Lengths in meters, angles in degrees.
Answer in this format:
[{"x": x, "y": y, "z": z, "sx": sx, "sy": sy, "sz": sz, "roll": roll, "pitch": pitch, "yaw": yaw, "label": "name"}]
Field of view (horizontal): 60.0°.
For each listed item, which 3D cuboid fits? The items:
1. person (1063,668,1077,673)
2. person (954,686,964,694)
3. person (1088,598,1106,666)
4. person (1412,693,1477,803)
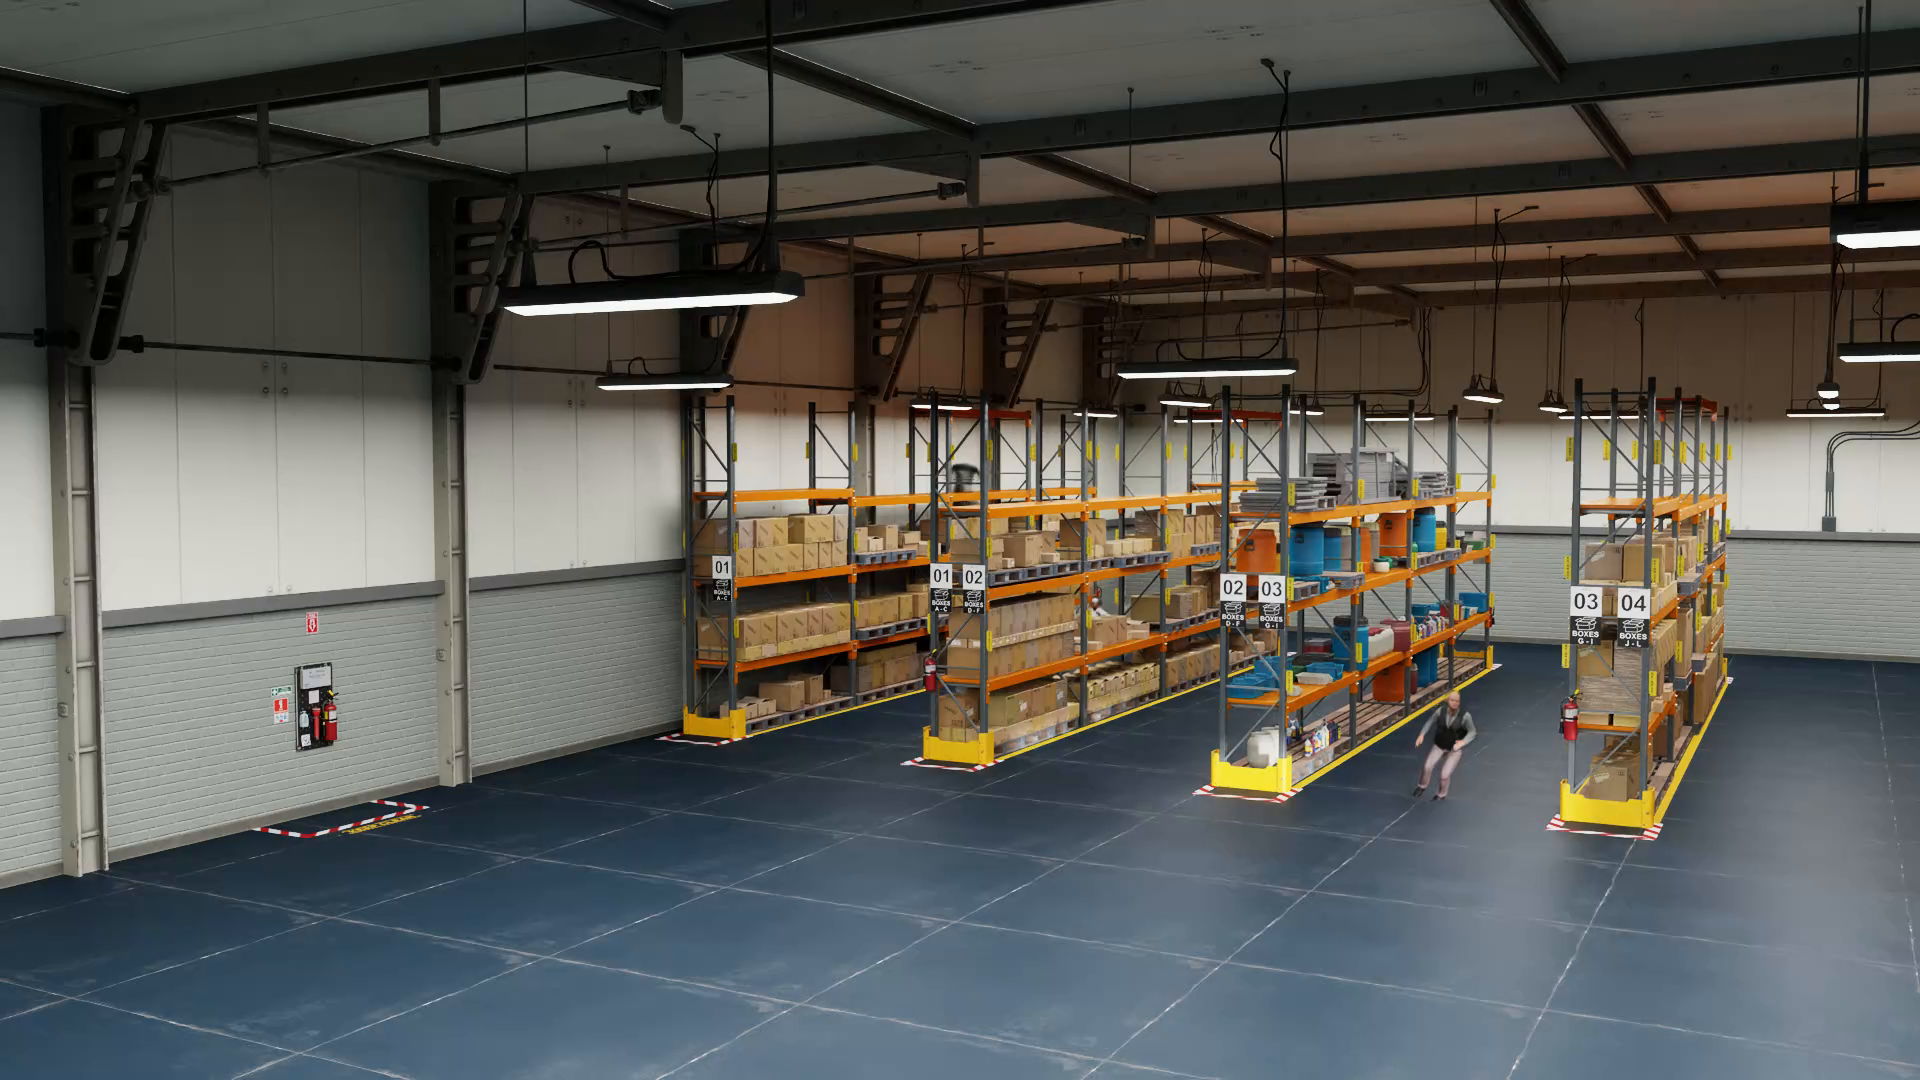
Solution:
[{"x": 2.311, "y": 2.363, "z": 34.892, "sx": 0.700, "sy": 1.612, "sz": 0.818, "roll": 2, "pitch": 3, "yaw": 31, "label": "person"}, {"x": 0.226, "y": 2.543, "z": 32.284, "sx": 0.619, "sy": 1.494, "sz": 1.031, "roll": 3, "pitch": 4, "yaw": 41, "label": "person"}, {"x": 3.146, "y": 2.171, "z": 38.475, "sx": 0.503, "sy": 1.684, "sz": 0.798, "roll": 1, "pitch": 3, "yaw": 19, "label": "person"}, {"x": 6.881, "y": 2.971, "z": 23.629, "sx": 0.881, "sy": 1.636, "sz": 0.609, "roll": 1, "pitch": 3, "yaw": 25, "label": "person"}]
